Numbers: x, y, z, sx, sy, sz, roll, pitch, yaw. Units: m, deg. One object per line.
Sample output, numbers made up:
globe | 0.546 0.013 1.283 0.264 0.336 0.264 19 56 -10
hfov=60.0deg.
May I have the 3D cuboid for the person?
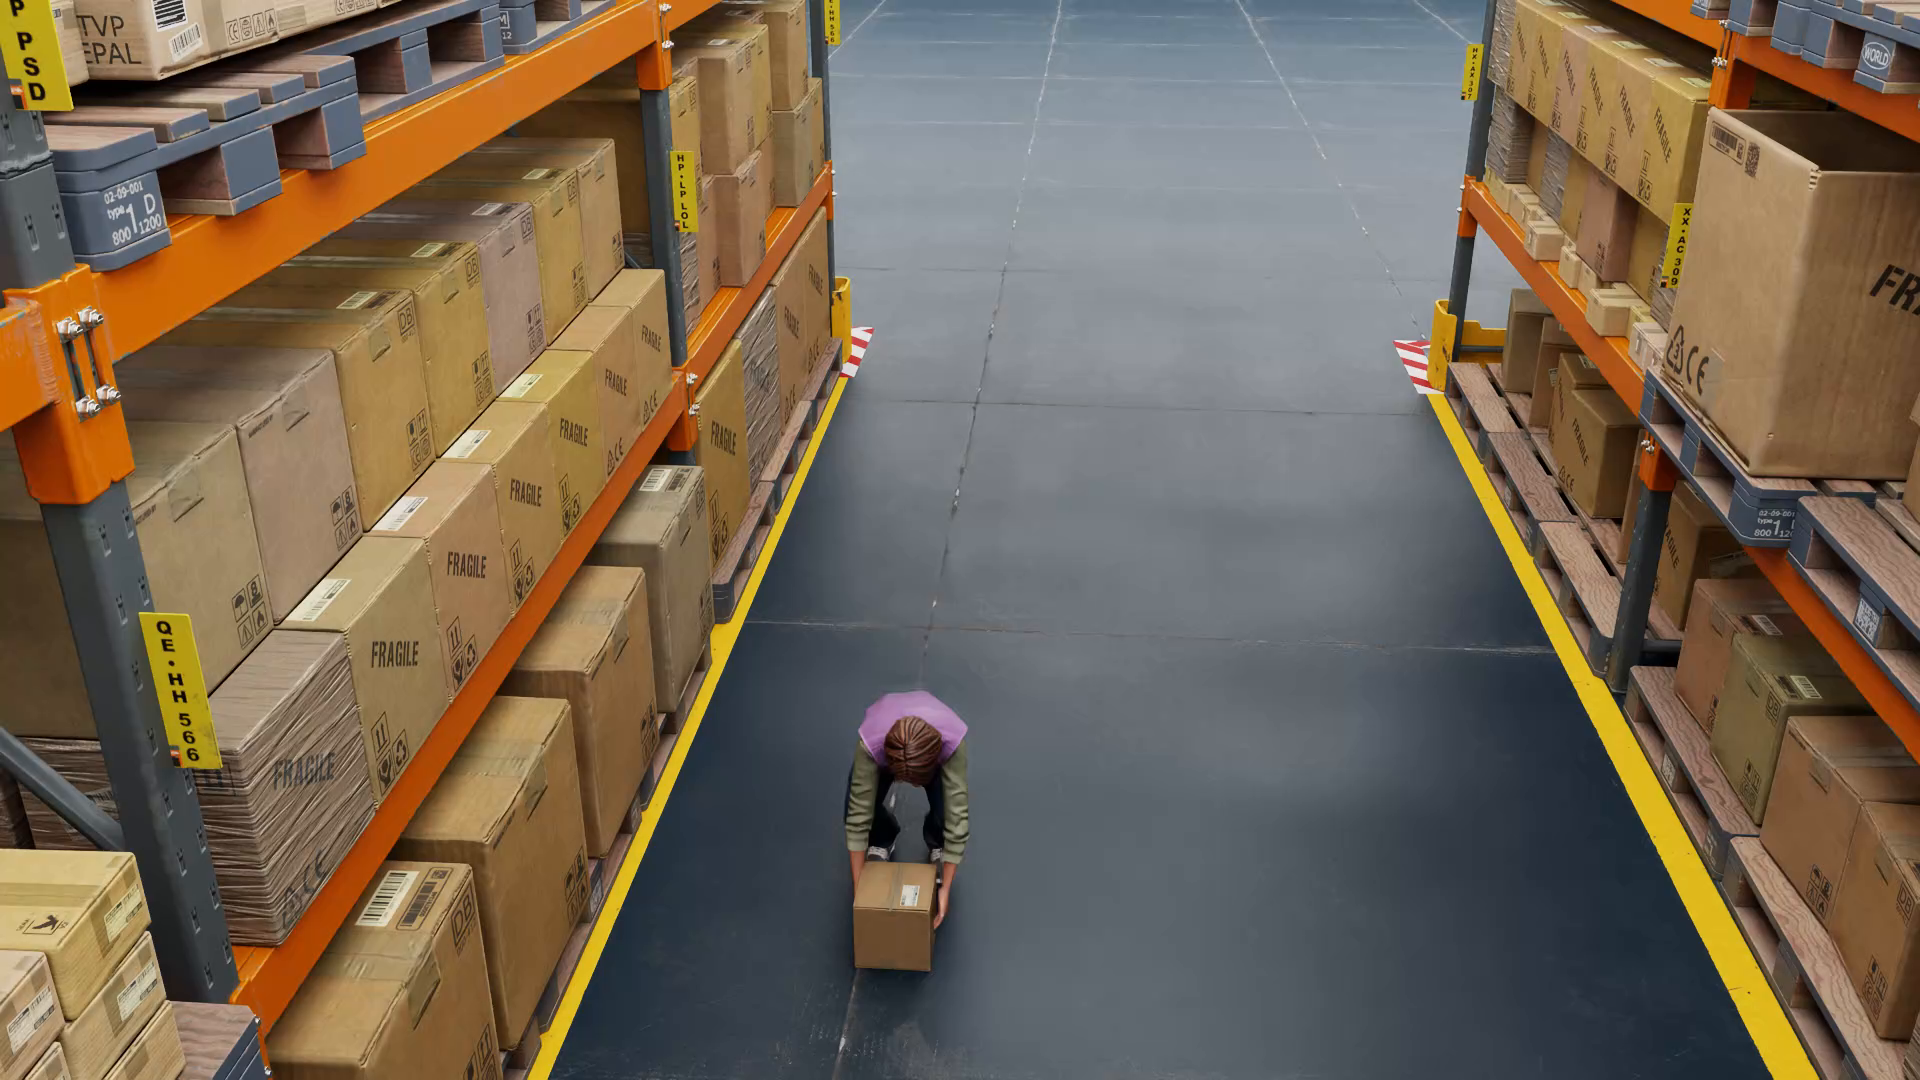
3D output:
person | -0.173 0.840 5.722 0.442 0.829 0.801 2 25 4
